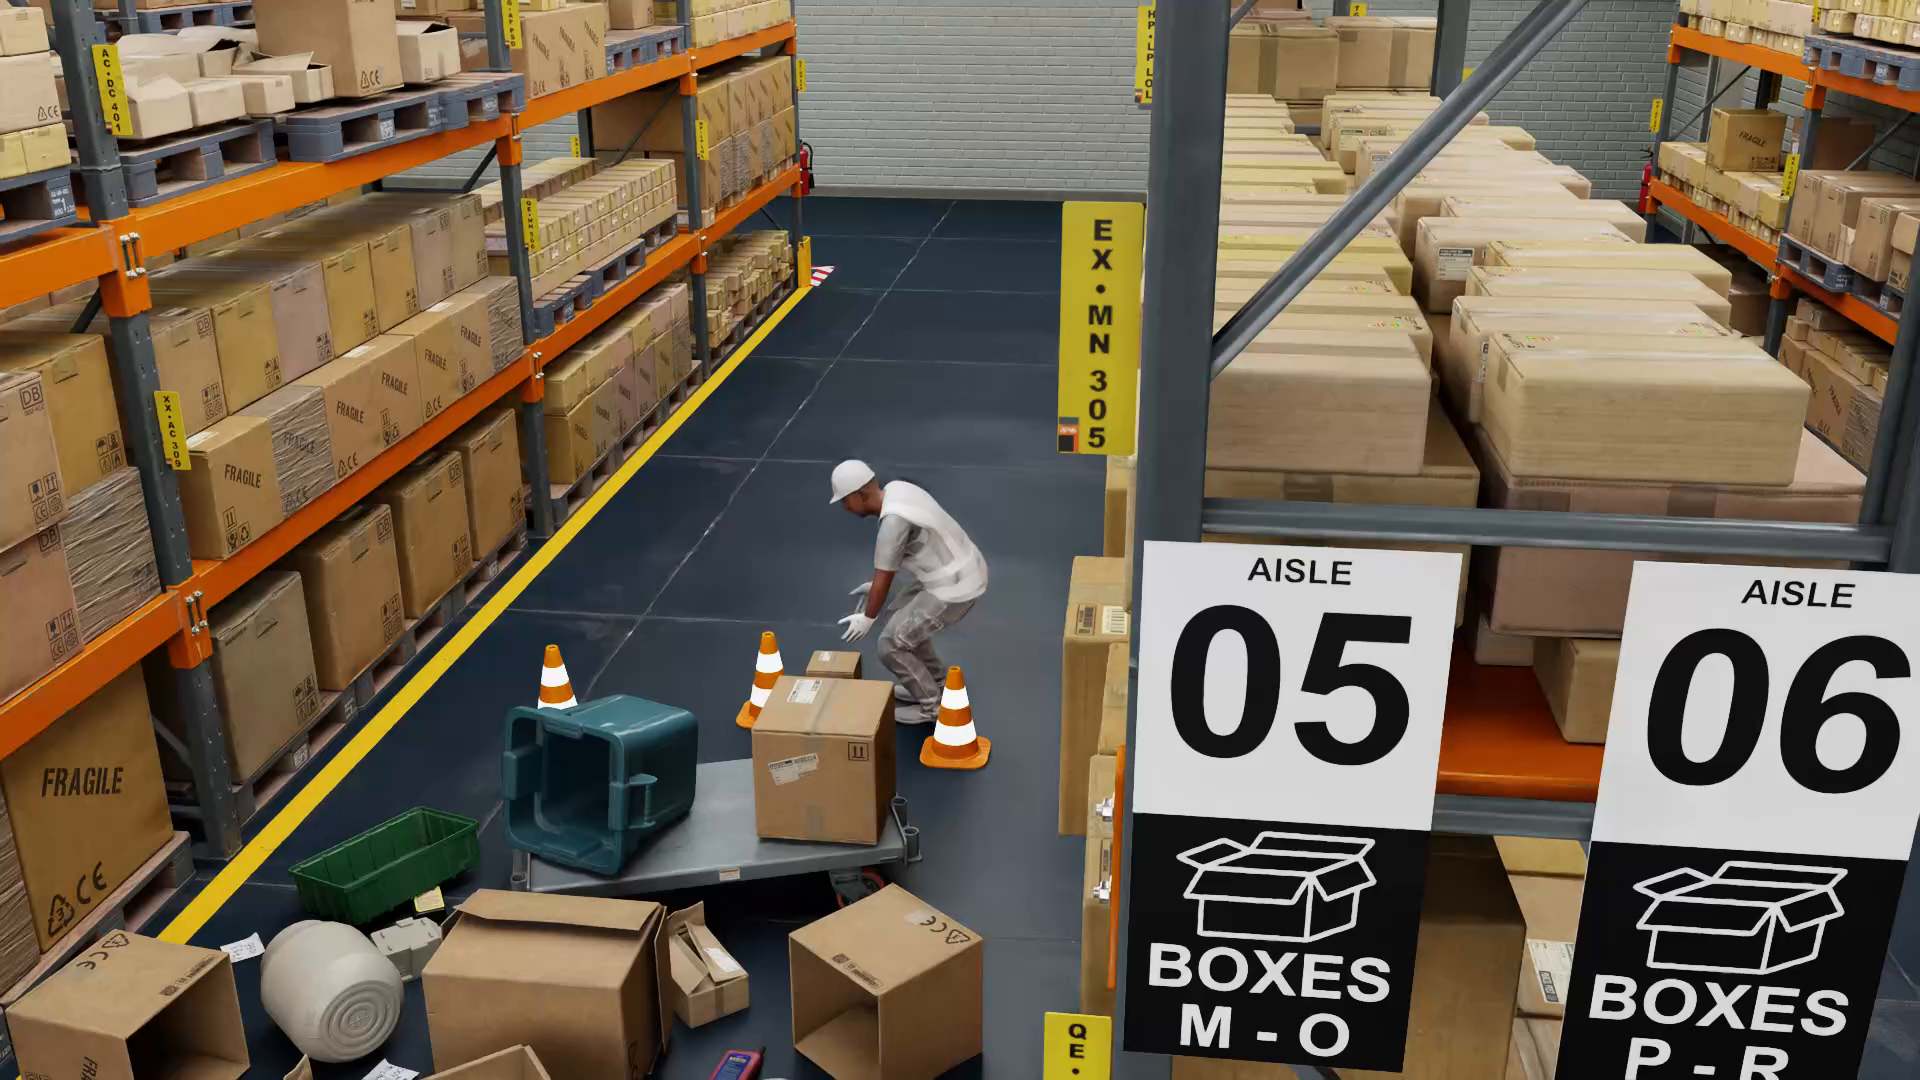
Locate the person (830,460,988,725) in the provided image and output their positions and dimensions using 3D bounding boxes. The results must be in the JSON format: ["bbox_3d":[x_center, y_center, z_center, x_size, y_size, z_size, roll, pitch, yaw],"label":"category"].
[{"bbox_3d":[-0.255,0.258,8.445,0.789,1.380,0.613,2,21,5],"label":"person"}]
